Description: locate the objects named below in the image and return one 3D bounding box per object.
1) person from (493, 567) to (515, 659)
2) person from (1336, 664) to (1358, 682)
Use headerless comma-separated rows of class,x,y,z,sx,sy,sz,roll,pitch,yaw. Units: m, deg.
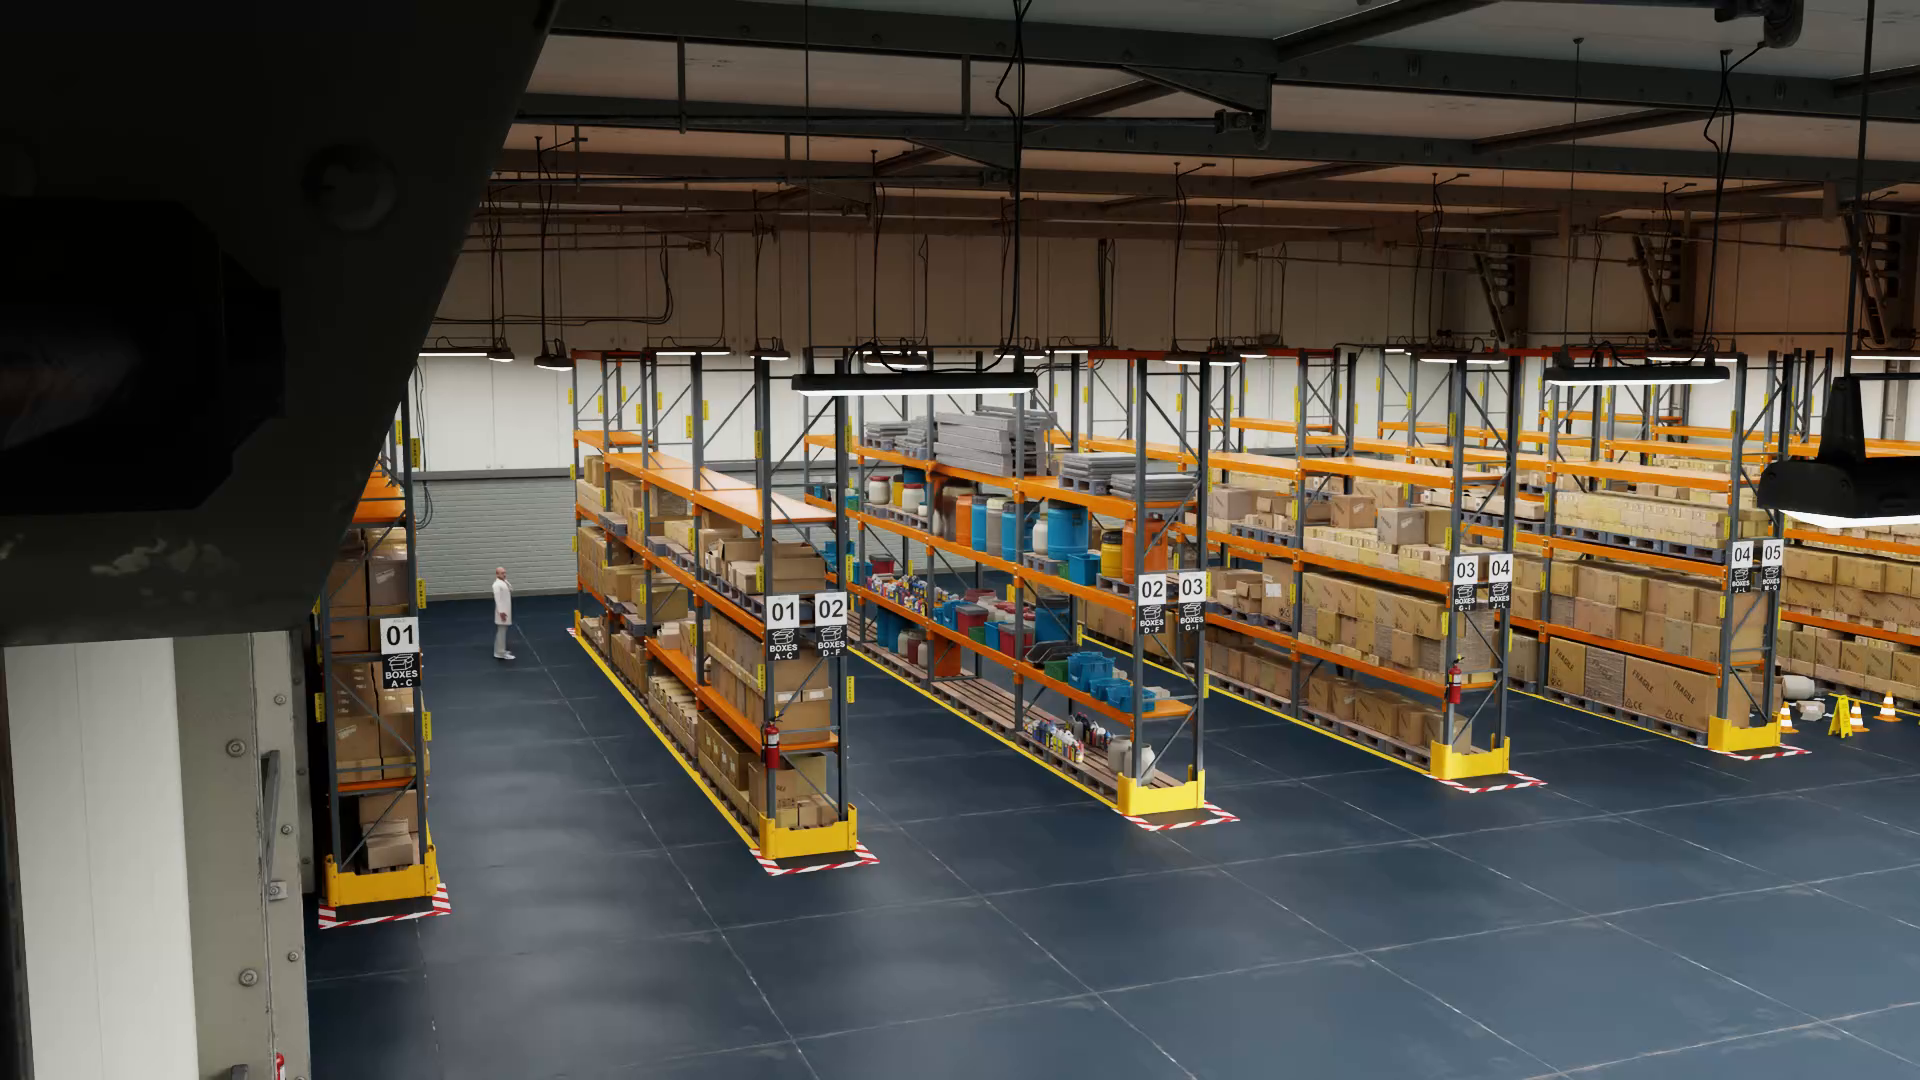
person,-8.928,1.429,32.477,0.411,1.787,0.616,-1,7,-7
person,7.029,1.811,30.064,0.511,1.719,0.349,7,10,42
